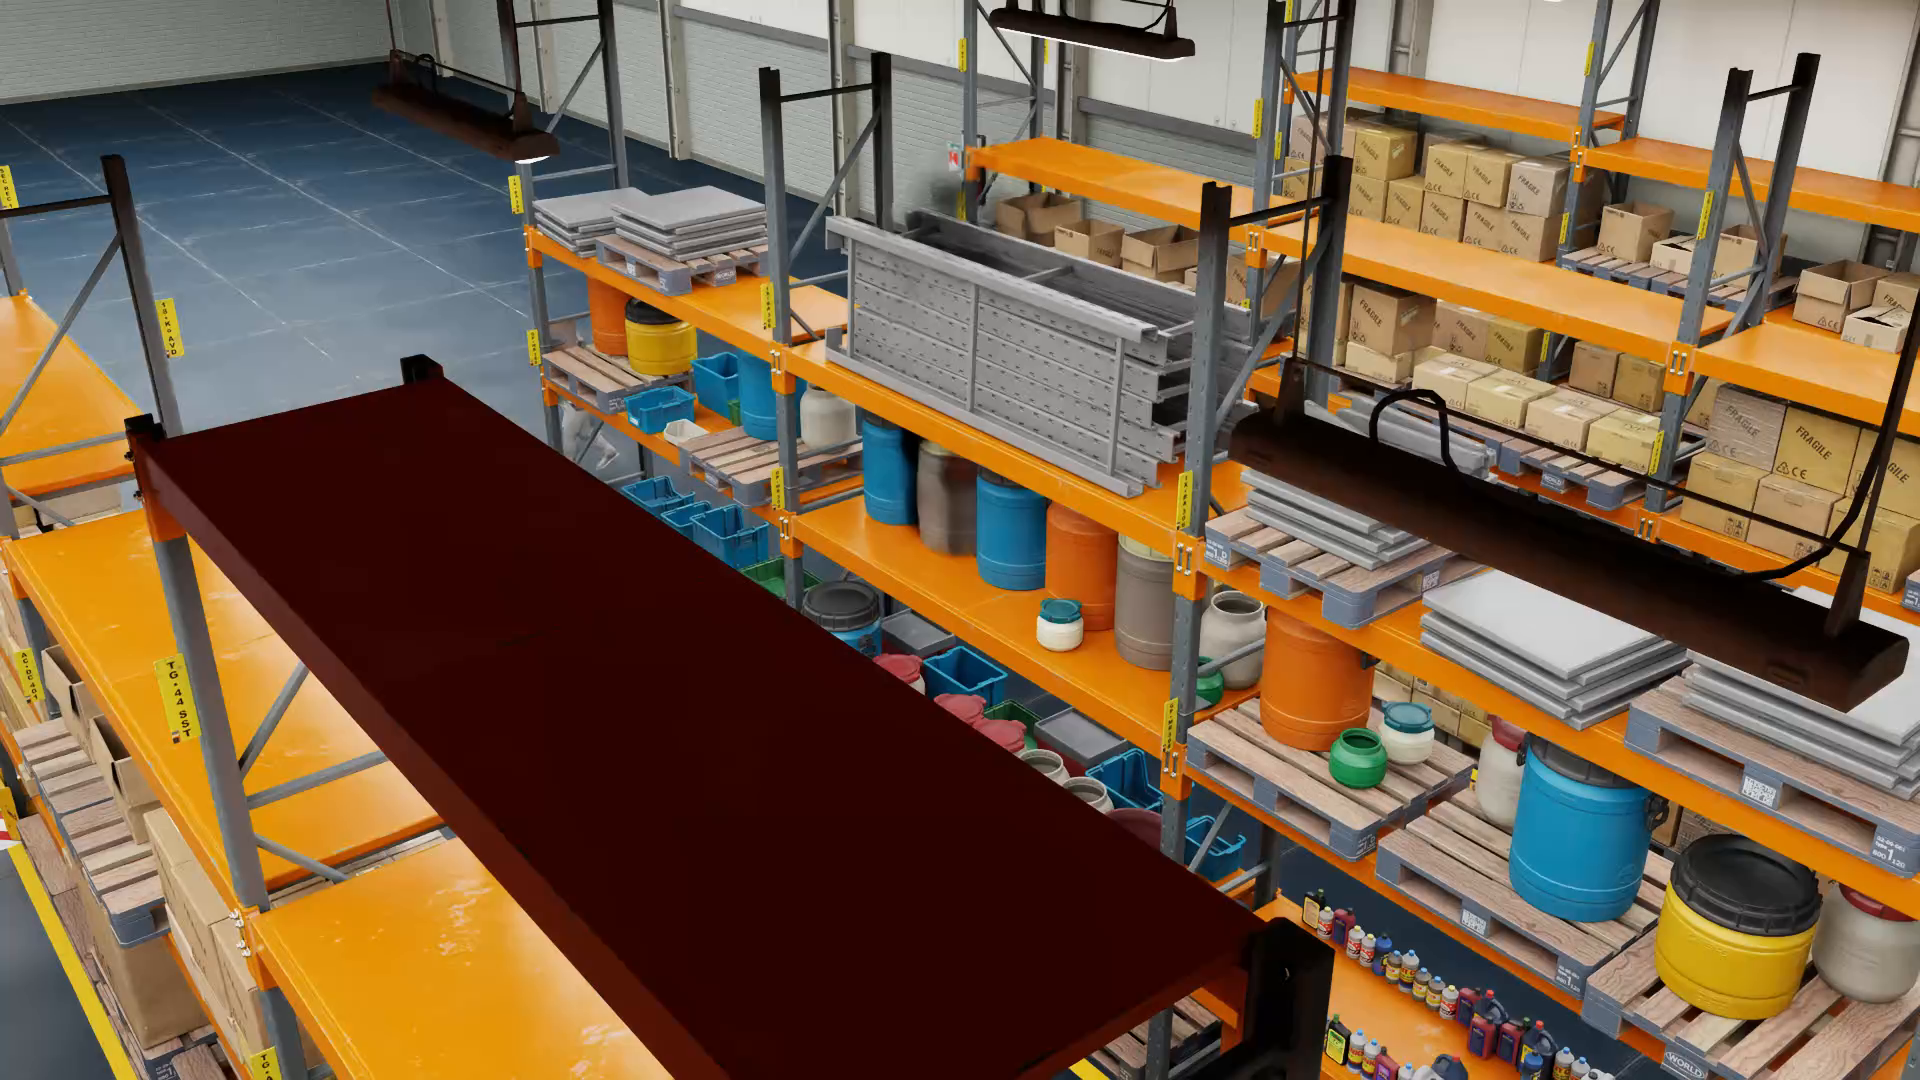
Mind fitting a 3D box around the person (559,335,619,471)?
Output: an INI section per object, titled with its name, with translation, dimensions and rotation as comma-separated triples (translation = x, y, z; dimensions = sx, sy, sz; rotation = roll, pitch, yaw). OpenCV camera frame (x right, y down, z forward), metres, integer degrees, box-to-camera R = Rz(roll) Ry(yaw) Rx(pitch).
[person]
translation = -4.480, -1.569, 19.421
dimensions = 0.898, 1.805, 0.653
rotation = -9, 27, -17
